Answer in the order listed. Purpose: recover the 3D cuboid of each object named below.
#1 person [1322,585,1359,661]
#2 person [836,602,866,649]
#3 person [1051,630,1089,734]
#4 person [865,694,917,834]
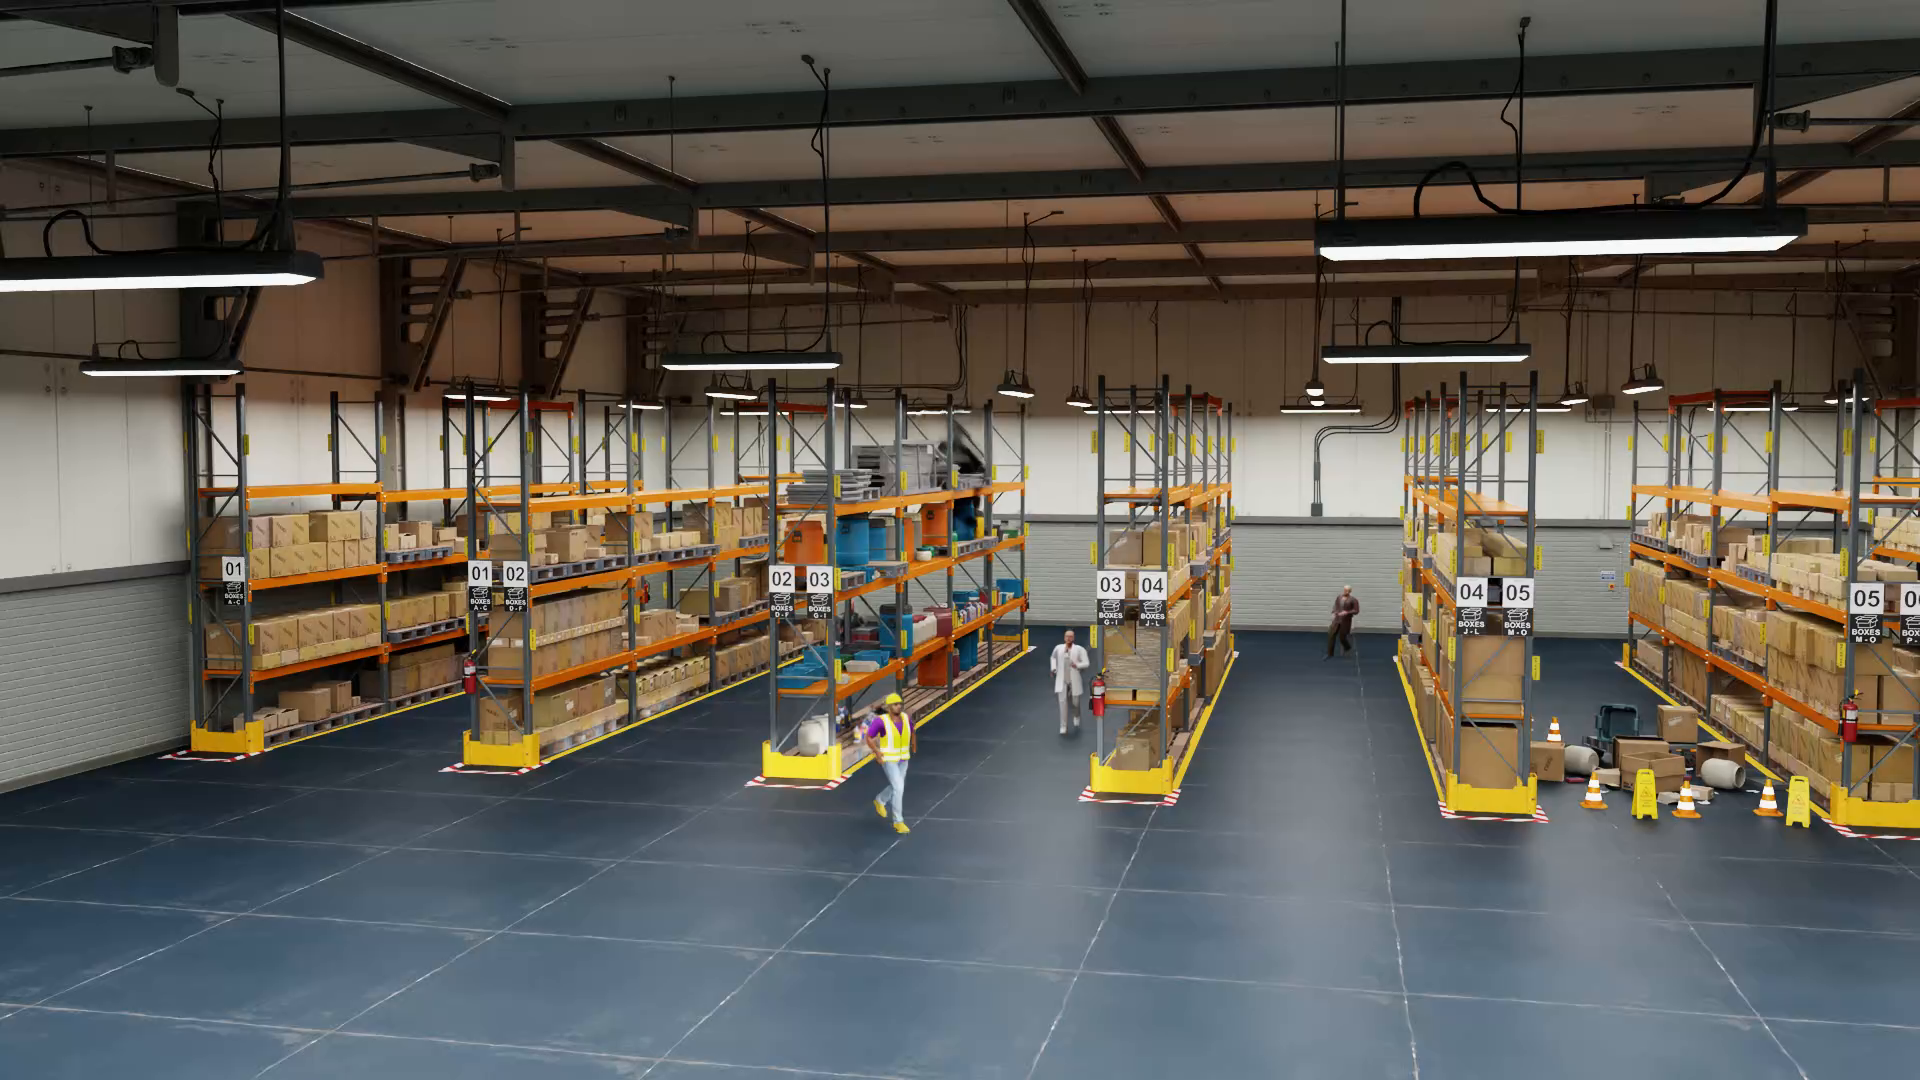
[{"bbox_3d":[8.972,1.928,38.724,0.744,1.769,0.967,3,5,44],"label":"person"},{"bbox_3d":[-2.305,2.139,35.083,0.646,1.712,0.927,0,3,0],"label":"person"},{"bbox_3d":[1.894,2.449,28.933,0.714,1.754,1.034,1,3,12],"label":"person"},{"bbox_3d":[-0.890,2.880,21.741,0.695,1.784,0.833,-3,4,-38],"label":"person"}]
